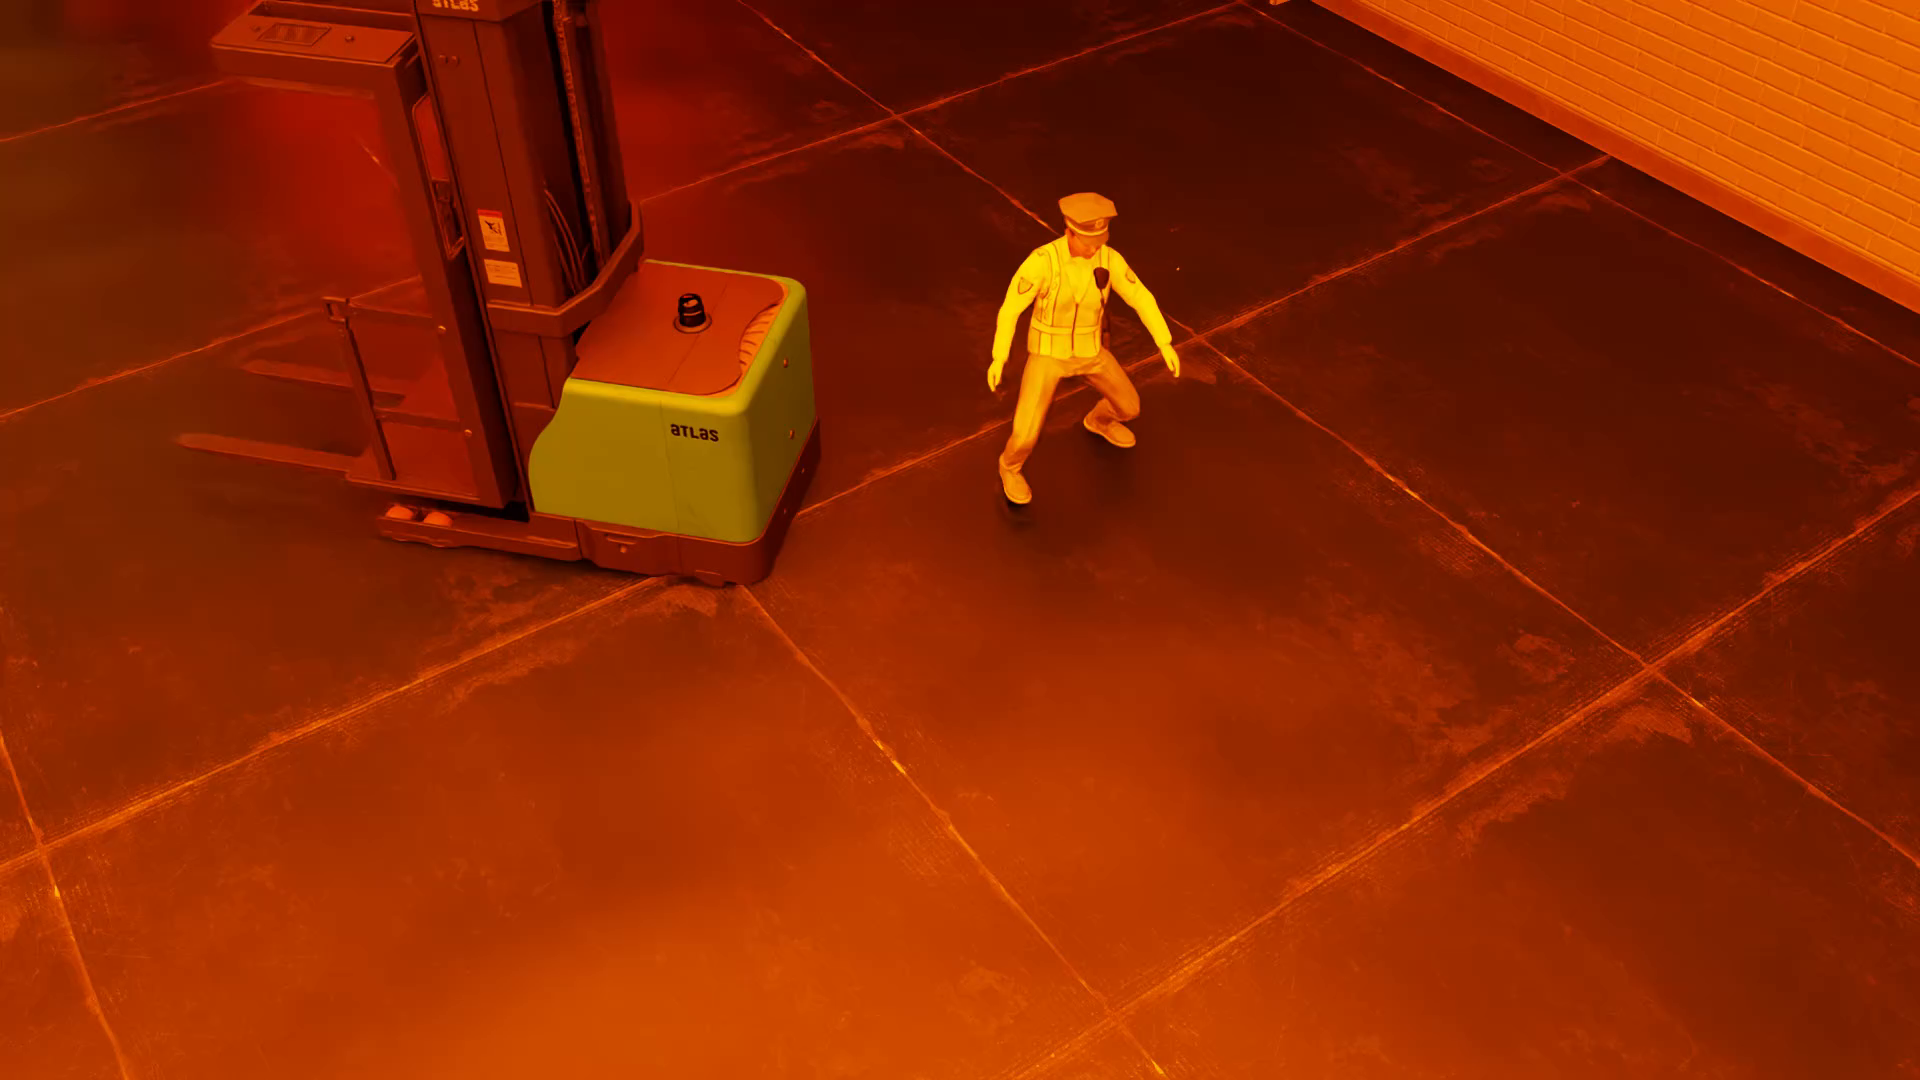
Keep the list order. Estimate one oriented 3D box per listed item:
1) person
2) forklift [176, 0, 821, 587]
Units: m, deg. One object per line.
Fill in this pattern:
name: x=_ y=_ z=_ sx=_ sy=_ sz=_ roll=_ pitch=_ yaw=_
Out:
person: x=0.546 y=-0.900 z=7.720 sx=0.880 sy=1.511 sz=0.645 roll=-8 pitch=43 yaw=-9
forklift: x=-2.258 y=-1.384 z=7.217 sx=3.031 sy=2.935 sz=1.130 roll=9 pitch=43 yaw=9
